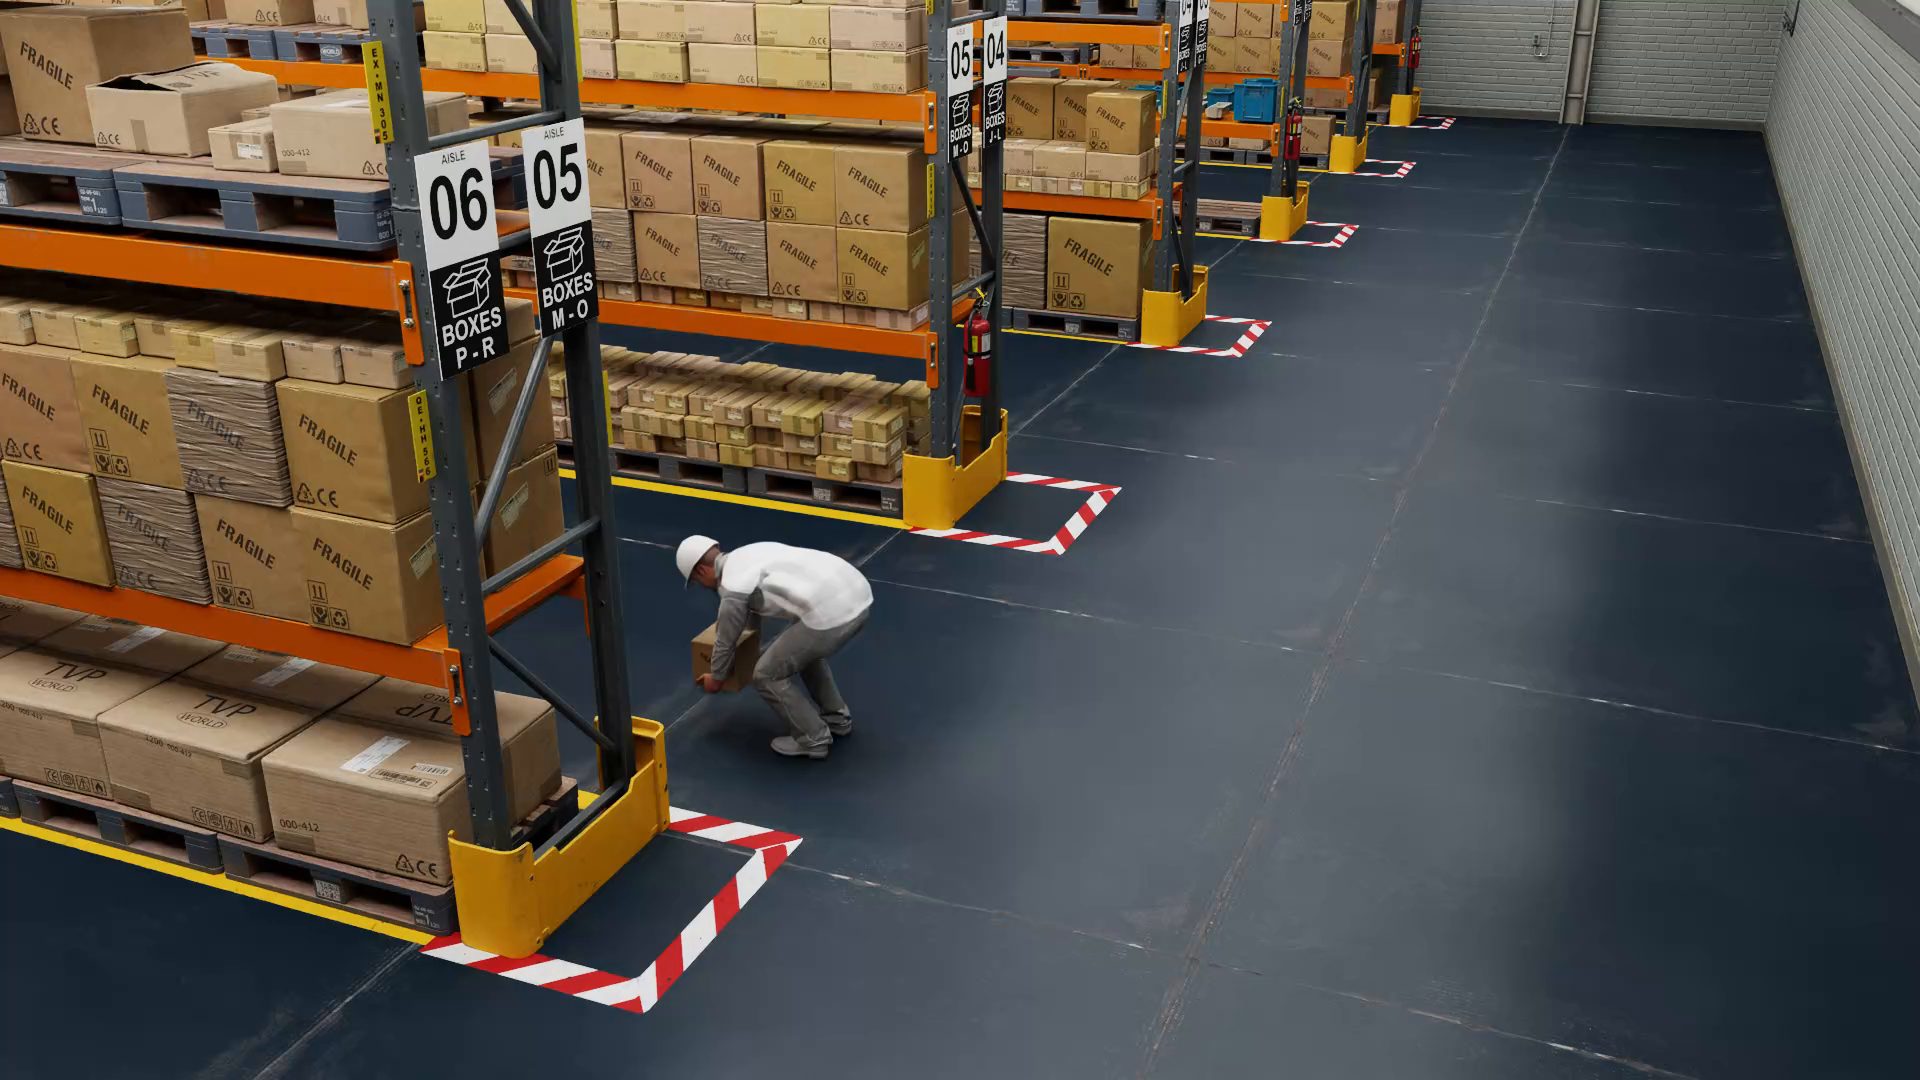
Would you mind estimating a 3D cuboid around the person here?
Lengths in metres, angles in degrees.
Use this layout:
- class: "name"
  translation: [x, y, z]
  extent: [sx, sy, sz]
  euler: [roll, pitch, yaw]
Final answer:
- class: "person"
  translation: [-0.930, 0.511, 8.279]
  extent: [0.999, 1.036, 0.512]
  euler: [7, 23, 18]
